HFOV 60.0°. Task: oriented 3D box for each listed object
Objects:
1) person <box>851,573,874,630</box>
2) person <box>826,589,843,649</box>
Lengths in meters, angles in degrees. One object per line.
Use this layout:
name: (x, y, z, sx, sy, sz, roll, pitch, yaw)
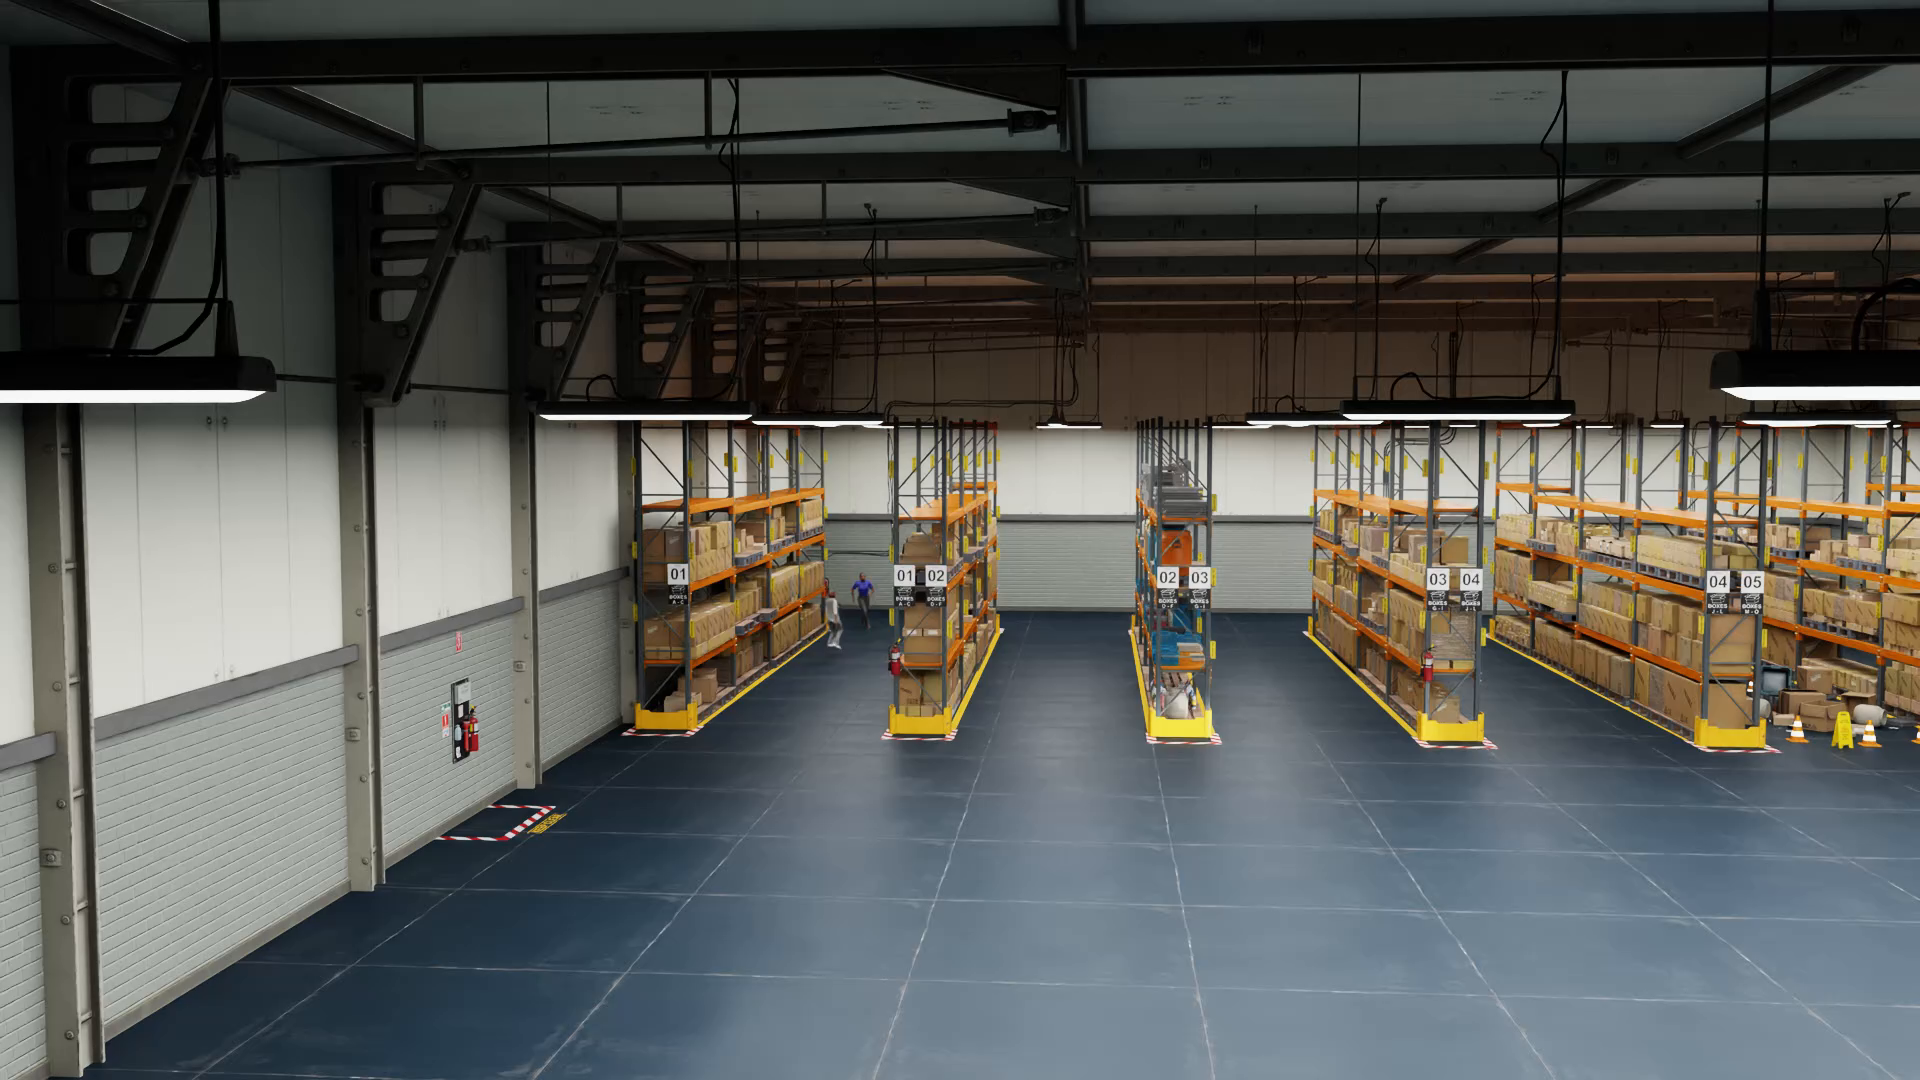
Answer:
person: (-2.824, 1.762, 48.324, 0.644, 1.655, 0.830, -2, 4, -22)
person: (-3.228, 2.001, 42.079, 0.438, 1.504, 0.536, 2, 4, 23)
